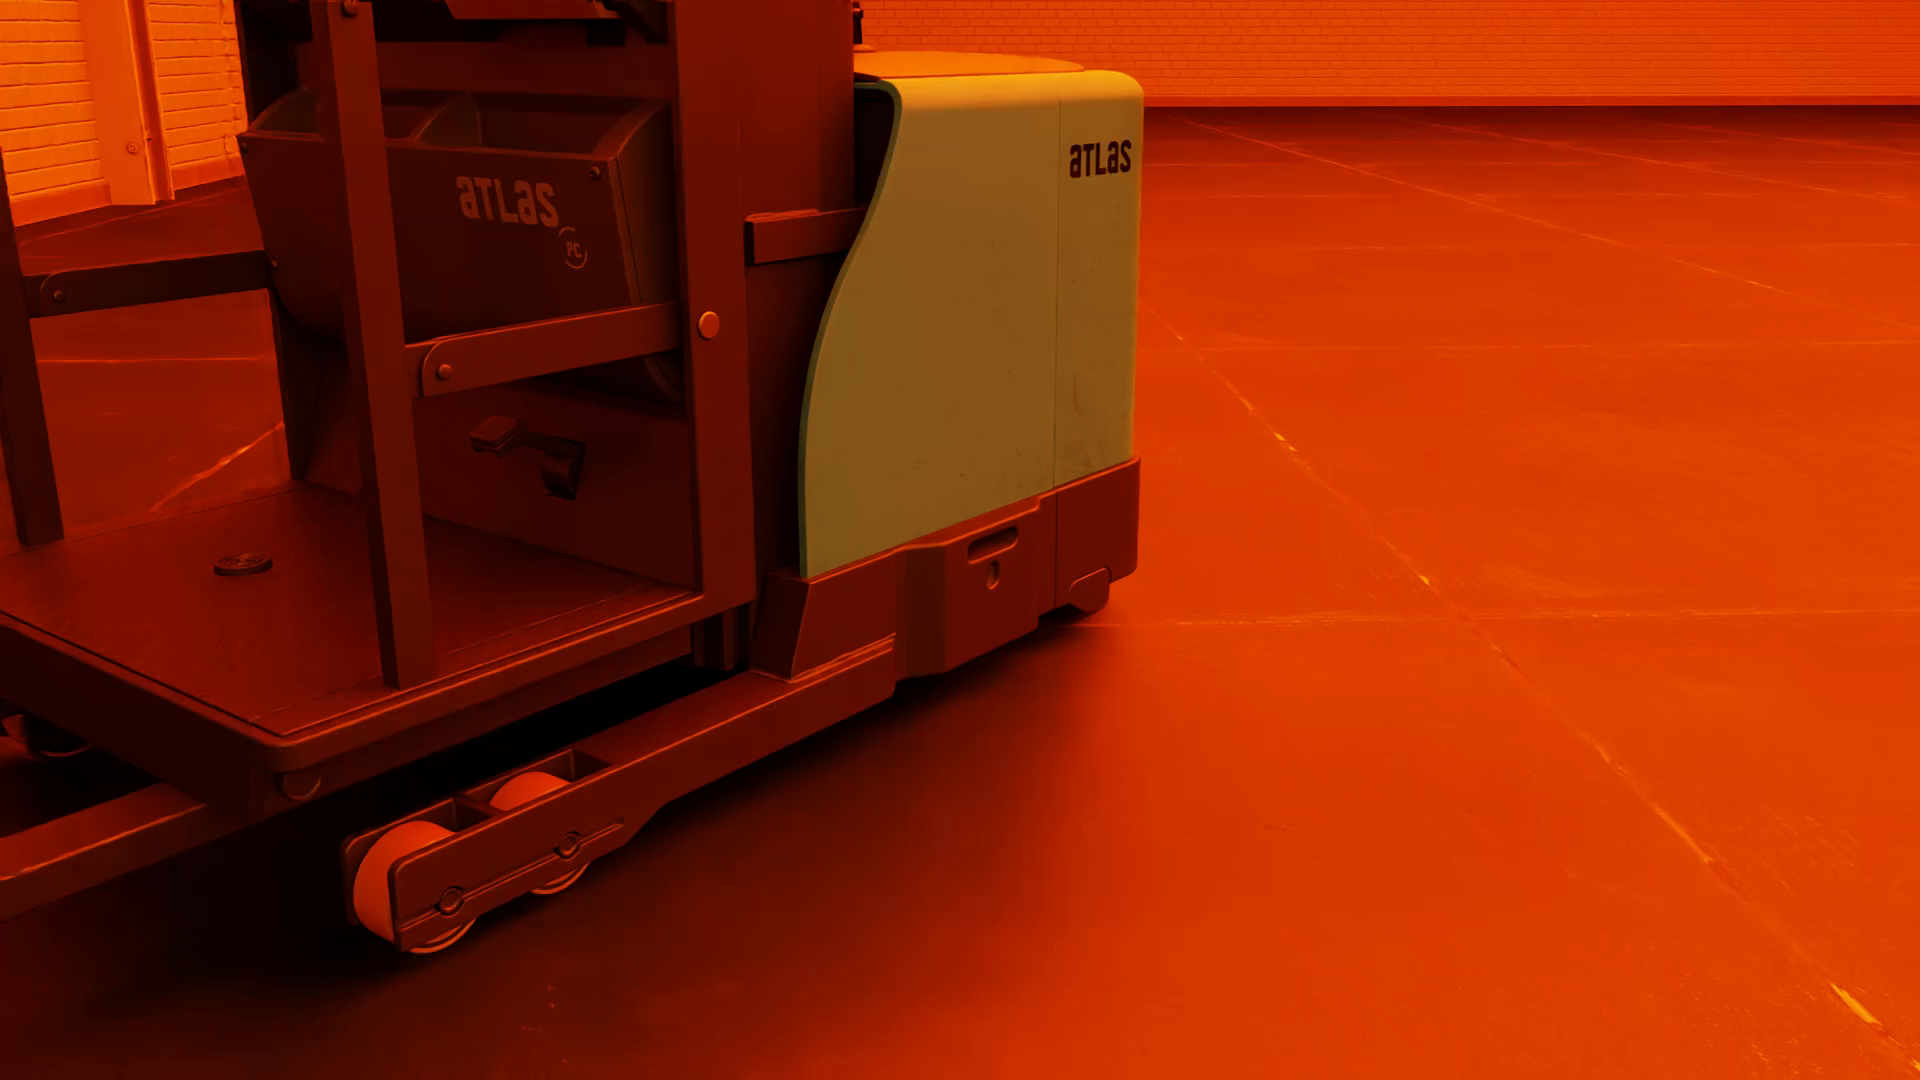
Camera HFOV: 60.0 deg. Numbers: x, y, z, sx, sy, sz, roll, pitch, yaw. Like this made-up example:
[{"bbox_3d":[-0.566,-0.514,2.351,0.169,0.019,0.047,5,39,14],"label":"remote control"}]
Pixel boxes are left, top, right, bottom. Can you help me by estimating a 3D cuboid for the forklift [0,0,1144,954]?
[{"bbox_3d":[-0.925,-1.027,2.266,1.130,2.935,3.031,13,21,36],"label":"forklift"}]
